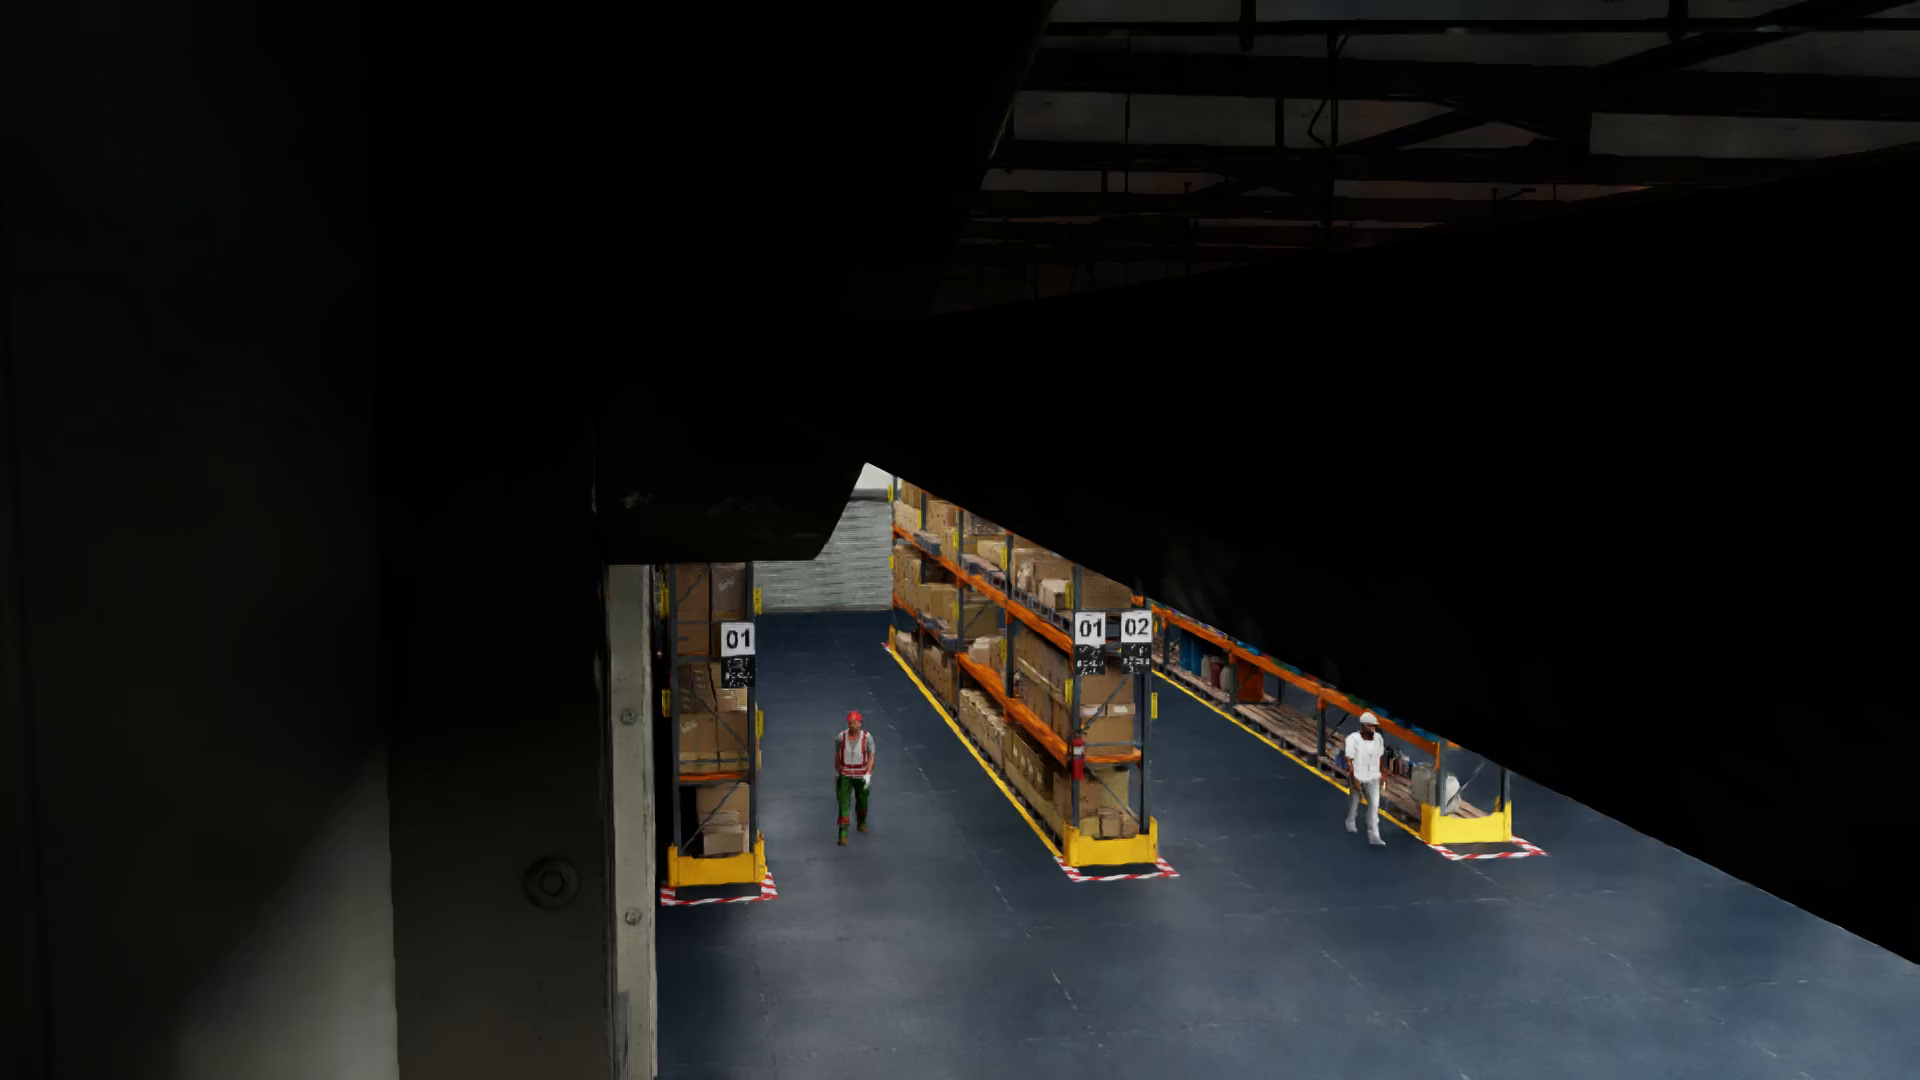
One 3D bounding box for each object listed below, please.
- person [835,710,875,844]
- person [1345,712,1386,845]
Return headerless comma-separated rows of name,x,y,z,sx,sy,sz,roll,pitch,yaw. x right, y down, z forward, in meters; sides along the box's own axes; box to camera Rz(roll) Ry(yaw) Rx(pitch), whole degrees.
person,-1.387,3.094,21.910,0.531,1.728,1.036,0,6,-2
person,5.339,3.100,21.857,0.578,1.690,1.059,0,6,-4
